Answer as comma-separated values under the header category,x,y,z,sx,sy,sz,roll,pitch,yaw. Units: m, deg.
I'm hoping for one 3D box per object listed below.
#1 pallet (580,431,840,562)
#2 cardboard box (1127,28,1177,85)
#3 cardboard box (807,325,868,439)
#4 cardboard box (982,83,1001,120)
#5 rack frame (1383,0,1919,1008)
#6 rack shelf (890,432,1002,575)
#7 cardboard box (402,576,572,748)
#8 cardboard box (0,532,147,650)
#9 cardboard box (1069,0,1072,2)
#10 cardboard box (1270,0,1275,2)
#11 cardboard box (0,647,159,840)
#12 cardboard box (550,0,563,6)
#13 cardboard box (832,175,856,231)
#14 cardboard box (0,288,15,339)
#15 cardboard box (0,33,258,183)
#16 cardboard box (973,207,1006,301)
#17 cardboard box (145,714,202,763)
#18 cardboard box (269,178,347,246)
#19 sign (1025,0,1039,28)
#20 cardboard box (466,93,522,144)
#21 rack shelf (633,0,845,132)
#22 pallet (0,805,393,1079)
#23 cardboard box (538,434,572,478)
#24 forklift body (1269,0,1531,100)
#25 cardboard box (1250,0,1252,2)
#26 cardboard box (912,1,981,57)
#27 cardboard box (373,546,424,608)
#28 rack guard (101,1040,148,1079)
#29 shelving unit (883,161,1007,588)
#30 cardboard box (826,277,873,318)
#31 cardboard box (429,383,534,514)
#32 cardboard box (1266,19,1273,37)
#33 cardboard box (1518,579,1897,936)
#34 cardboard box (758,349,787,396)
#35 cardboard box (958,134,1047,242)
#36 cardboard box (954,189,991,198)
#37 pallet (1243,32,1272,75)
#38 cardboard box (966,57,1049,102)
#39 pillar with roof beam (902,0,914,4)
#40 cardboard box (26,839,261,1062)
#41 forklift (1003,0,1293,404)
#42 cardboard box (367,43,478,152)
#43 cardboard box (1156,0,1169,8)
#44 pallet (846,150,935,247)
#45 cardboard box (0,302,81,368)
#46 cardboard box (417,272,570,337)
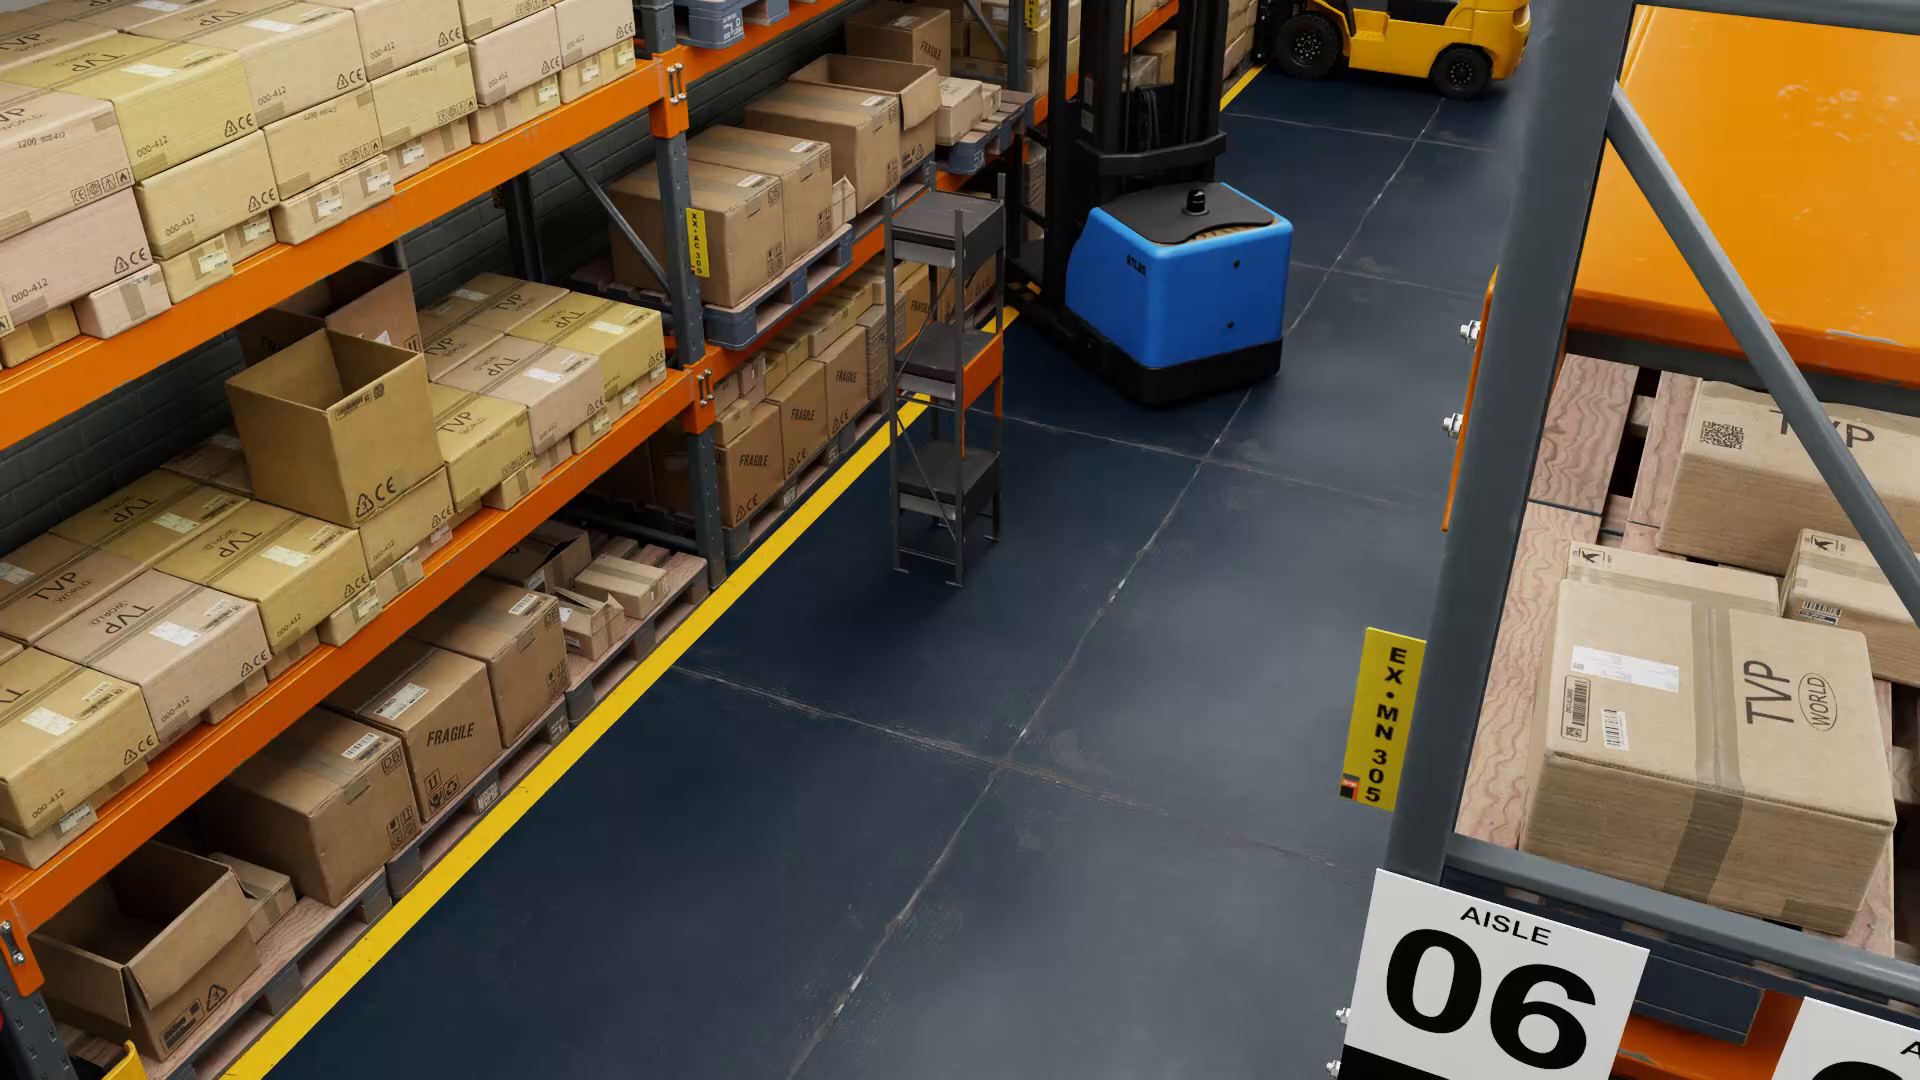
category,x,y,z,sx,sy,sz,roll,pitch,yaw
pallet,-1.406,-0.379,9.504,1.003,0.211,1.213,14,36,20
cardboard box,1.427,-4.036,14.321,0.875,0.625,0.625,16,36,23
cardboard box,-0.878,-0.966,9.753,0.500,0.500,0.500,13,35,19
cardboard box,0.036,-2.779,10.467,0.380,0.149,0.250,15,36,21
rack frame,1.125,-0.511,1.691,1.000,3.000,0.127,14,36,20
rack shelf,-0.069,-0.199,8.808,0.431,0.518,0.480,14,36,20
cardboard box,-2.216,0.514,7.496,0.700,0.500,0.500,13,35,19
cardboard box,-3.217,0.253,5.863,0.500,0.250,0.500,14,36,21
cardboard box,0.558,-3.795,11.488,0.380,0.149,0.250,15,36,22
cardboard box,2.760,-5.271,16.090,0.500,0.250,0.500,14,36,20
cardboard box,-2.951,0.635,5.280,0.500,0.250,0.500,14,36,21
cardboard box,-1.704,-2.350,6.641,0.500,0.250,0.500,14,36,21
cardboard box,-0.782,-1.855,8.951,0.396,0.266,0.258,16,36,23
cardboard box,-2.951,-0.614,4.449,0.500,0.250,0.500,14,36,20
cardboard box,-2.544,-1.330,5.085,0.500,0.250,0.500,14,36,20
cardboard box,-0.020,-1.994,11.321,0.500,0.500,0.500,15,36,22
cardboard box,-2.856,0.589,5.714,0.380,0.149,0.250,14,36,20
cardboard box,-2.311,-1.135,5.608,0.380,0.149,0.250,14,36,21
sign,0.459,-3.455,10.668,0.100,0.325,0.005,14,36,20
cardboard box,-1.926,-1.660,6.408,0.380,0.149,0.250,14,36,20
rack shelf,-0.875,-3.081,9.002,1.077,0.370,4.000,14,36,20
pallet,-3.021,1.592,6.499,1.003,0.211,1.213,14,36,20
cardboard box,-1.926,-0.416,7.246,0.380,0.149,0.250,15,36,22
forklift body,4.173,-5.390,15.377,2.313,2.155,1.214,14,36,20
cardboard box,2.544,-5.231,15.574,0.500,0.250,0.500,15,36,22
cardboard box,-0.103,-3.557,11.489,0.500,0.250,0.500,15,36,22
cardboard box,-2.323,0.099,6.461,0.380,0.149,0.250,15,36,22
rack guard,-3.353,1.868,5.813,1.175,0.500,0.348,14,36,20
shelving unit,-0.069,-0.796,8.417,0.431,2.100,0.503,14,36,20
cardboard box,-0.744,-1.456,9.909,0.380,0.149,0.250,14,36,21
cardboard box,-2.120,-0.385,6.836,0.500,0.250,0.500,14,36,20
cardboard box,2.768,-5.071,16.241,0.500,0.250,0.500,15,36,22
cardboard box,1.231,0.344,2.786,0.500,0.250,0.500,11,35,16
cardboard box,-1.177,-0.937,9.117,0.380,0.149,0.250,12,35,18
cardboard box,0.235,-2.614,12.152,0.875,0.625,0.625,15,36,22
cardboard box,-0.015,-2.221,11.075,0.380,0.149,0.250,12,35,18
pallet,2.515,-4.946,16.469,1.003,0.211,1.213,14,36,20
cardboard box,0.370,-3.226,11.439,0.500,0.250,0.500,14,36,21
pillar with roof beam,3.599,-5.501,9.301,9.100,9.000,0.400,14,36,20
cardboard box,-3.043,1.446,6.071,0.797,0.503,0.637,13,35,19
forklift,0.944,-2.859,10.806,1.130,2.935,3.031,-15,36,-22
cardboard box,-2.119,-1.636,6.008,0.500,0.250,0.500,15,36,21
cardboard box,1.457,-4.490,13.368,0.500,0.250,0.500,14,36,20
pallet,-0.847,-2.074,9.721,1.003,0.211,1.213,14,36,20
cardboard box,-2.832,-0.654,4.875,0.380,0.149,0.250,14,36,21
cardboard box,-2.164,-1.008,7.786,0.500,0.250,0.500,14,36,20
